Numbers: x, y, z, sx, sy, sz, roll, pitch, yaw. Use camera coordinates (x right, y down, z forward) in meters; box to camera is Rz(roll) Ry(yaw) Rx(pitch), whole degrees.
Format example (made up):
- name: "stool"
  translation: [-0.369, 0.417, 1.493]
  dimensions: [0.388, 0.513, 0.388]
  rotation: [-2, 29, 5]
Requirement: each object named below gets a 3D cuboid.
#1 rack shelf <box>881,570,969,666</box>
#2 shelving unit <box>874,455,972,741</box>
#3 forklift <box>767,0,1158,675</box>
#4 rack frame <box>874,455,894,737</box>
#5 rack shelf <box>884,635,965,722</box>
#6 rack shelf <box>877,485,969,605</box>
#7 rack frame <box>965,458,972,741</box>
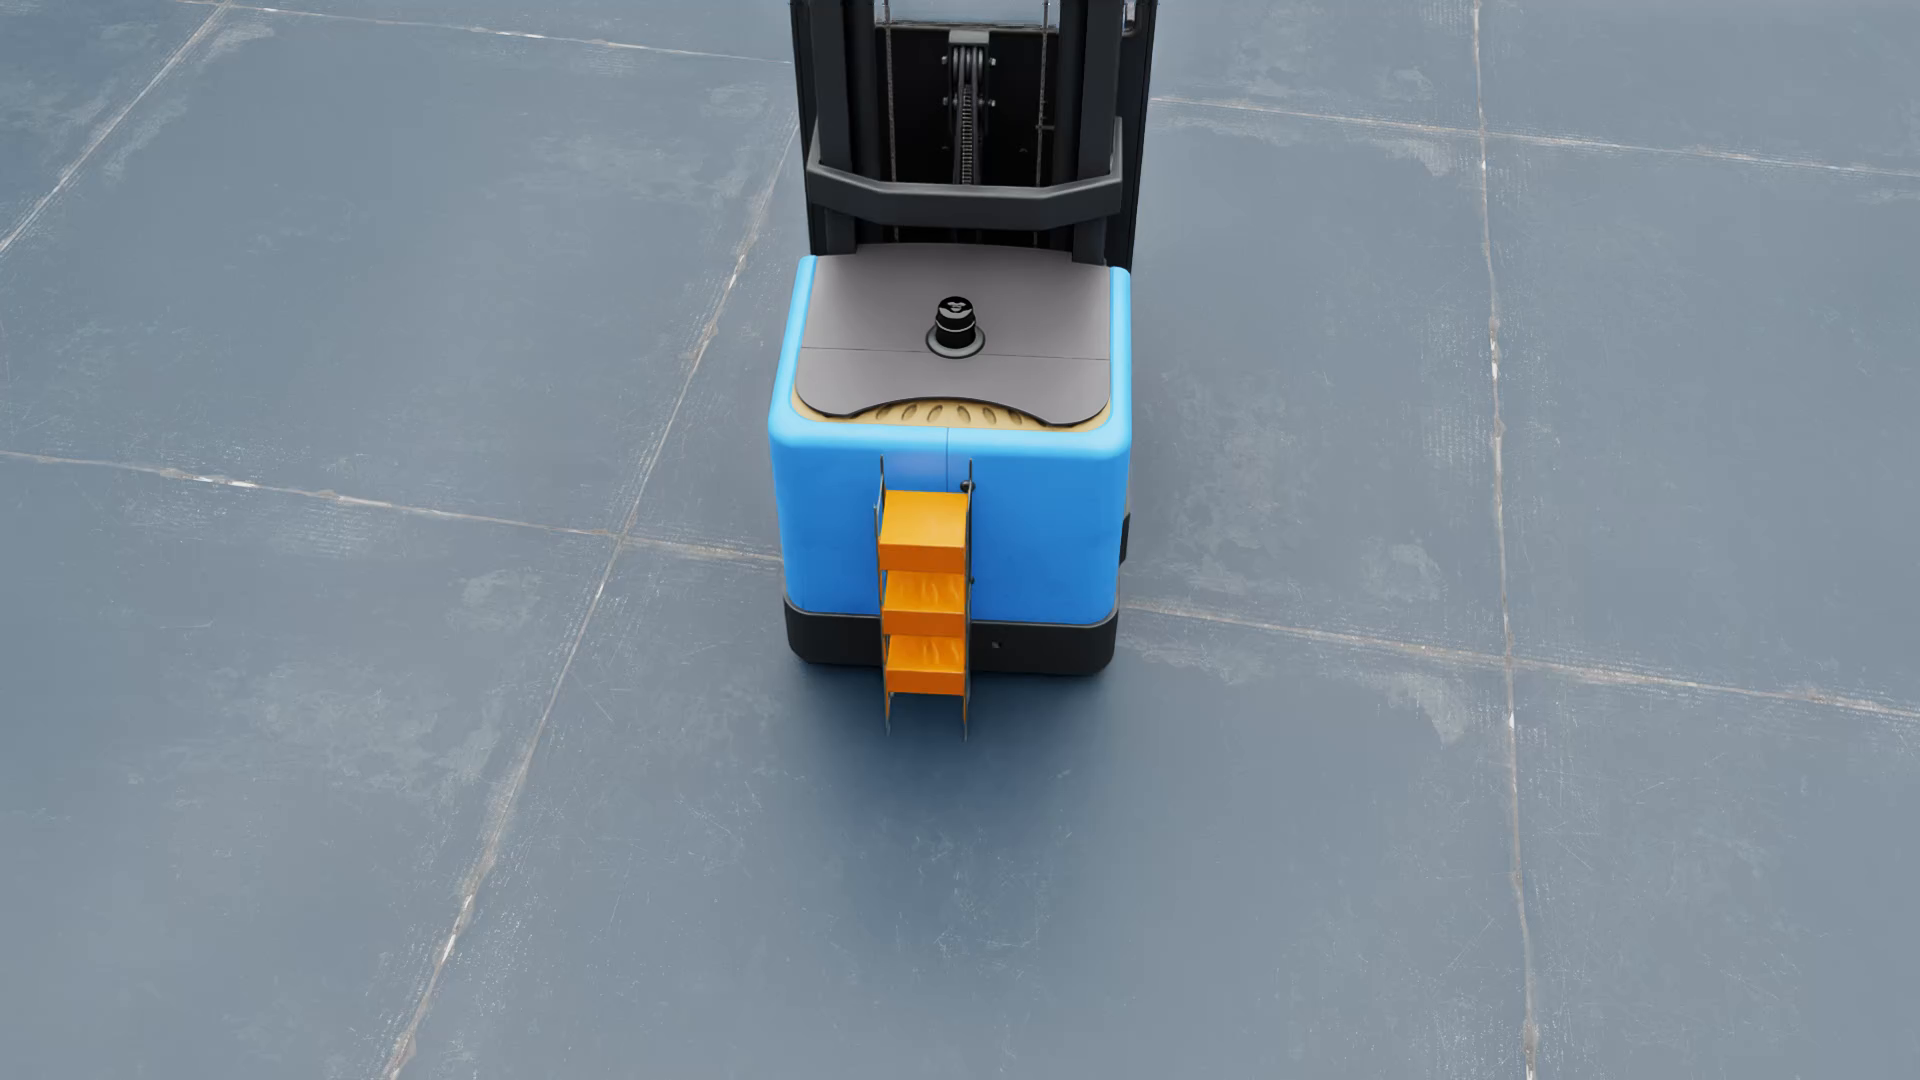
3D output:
- name: "rack shelf"
  translation: [-0.098, 0.204, 4.875]
  dimensions: [0.240, 0.259, 0.215]
  rotation: [3, 48, 2]
- name: "shelving unit"
  translation: [-0.098, 0.197, 4.867]
  dimensions: [0.252, 1.050, 0.215]
  rotation: [3, 48, 2]
- name: "forklift"
  translation: [0.054, -1.646, 5.258]
  dimensions: [1.130, 2.935, 3.031]
  rotation: [3, 48, 2]
- name: "rack frame"
  translation: [-0.220, 0.192, 4.872]
  dimensions: [0.008, 1.050, 0.200]
  rotation: [3, 48, 2]
- name: "rack shelf"
  translation: [-0.098, 0.390, 5.082]
  dimensions: [0.240, 0.259, 0.215]
  rotation: [3, 48, 2]
- name: "rack shelf"
  translation: [-0.098, 0.014, 4.664]
  dimensions: [0.240, 0.259, 0.215]
  rotation: [3, 48, 2]
- name: "rack frame"
  translation: [0.024, 0.202, 4.862]
  dimensions: [0.008, 1.050, 0.200]
  rotation: [3, 48, 2]
